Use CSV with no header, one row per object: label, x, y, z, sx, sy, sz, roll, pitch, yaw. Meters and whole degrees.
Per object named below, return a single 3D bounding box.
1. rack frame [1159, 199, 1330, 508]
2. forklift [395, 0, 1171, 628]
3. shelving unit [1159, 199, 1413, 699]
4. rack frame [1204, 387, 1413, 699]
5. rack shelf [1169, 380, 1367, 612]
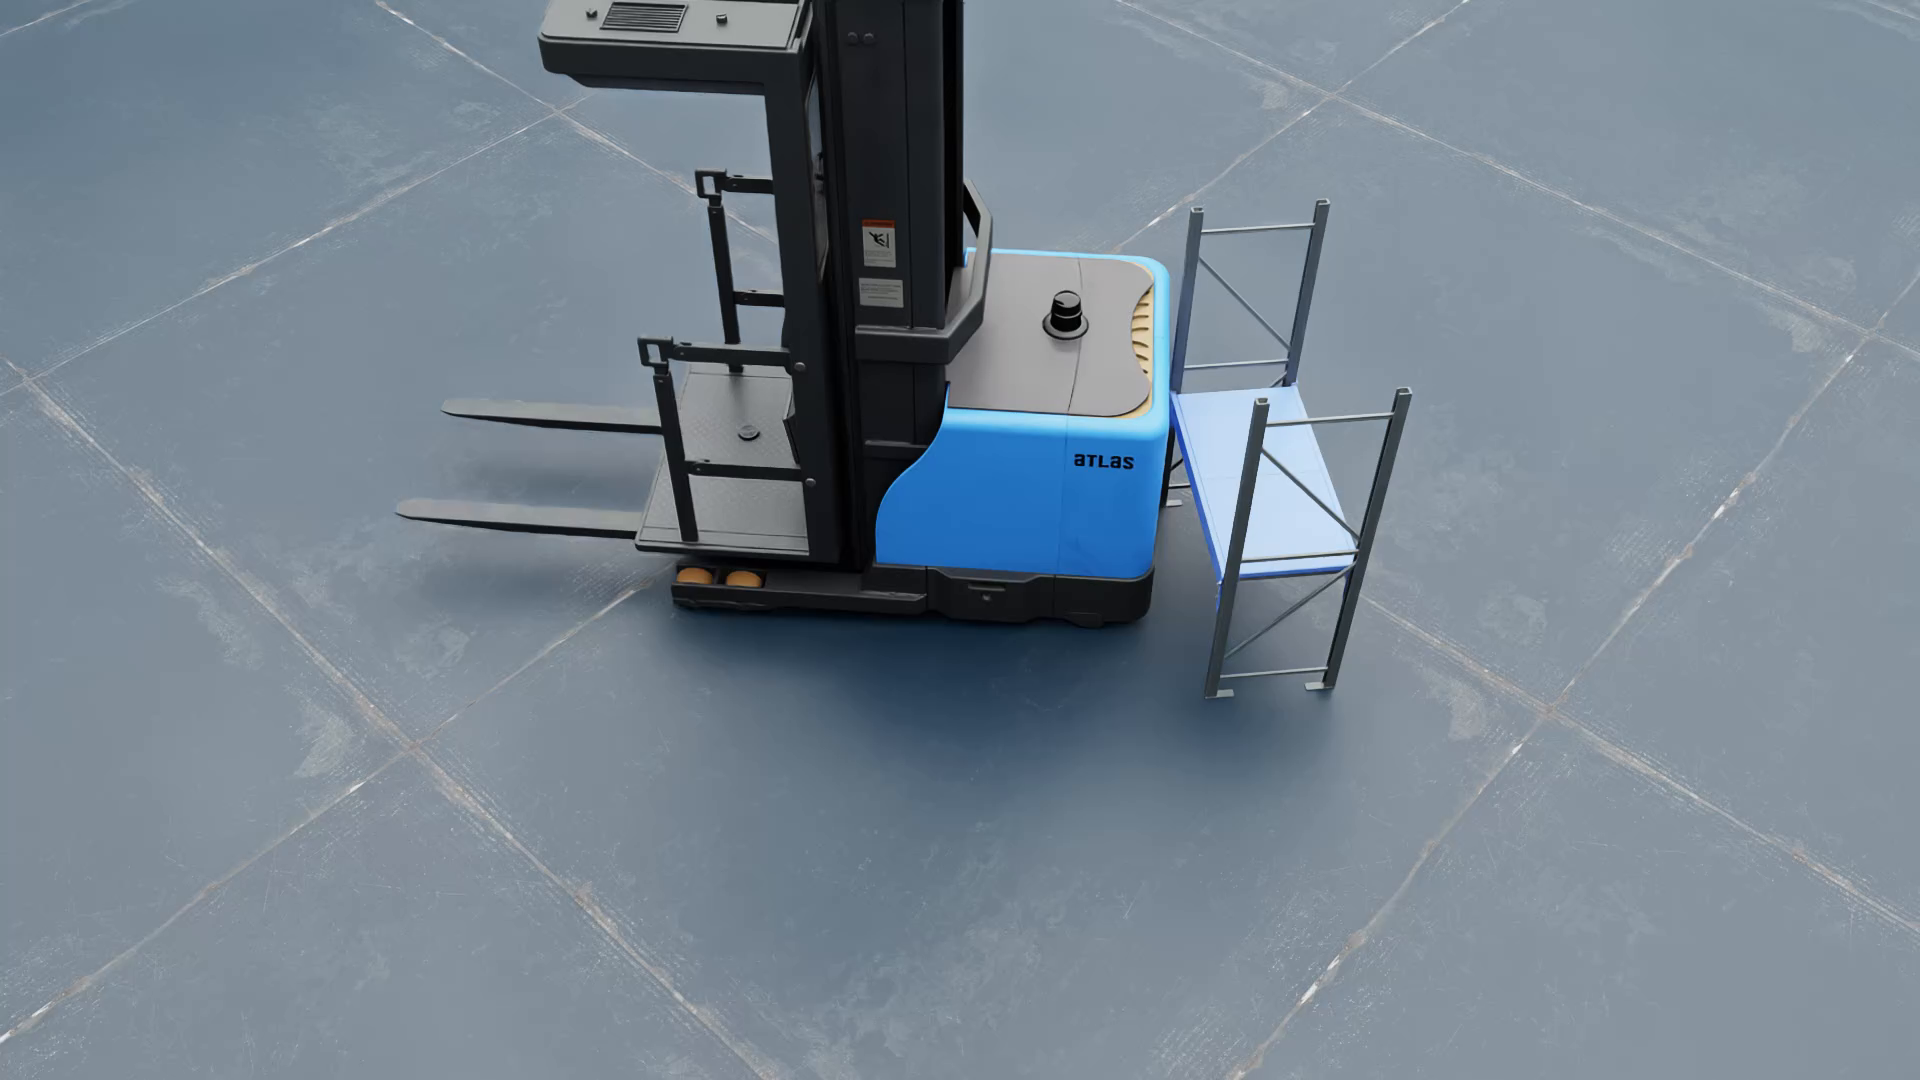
rack frame,1.070,-0.678,6.466,0.500,1.500,0.032,-4,47,-4
forklift,-0.726,-1.105,5.885,3.031,2.935,1.130,4,47,3
shelving unit,1.123,-0.309,6.120,0.538,1.500,1.048,-4,47,-4
rack frame,1.175,0.059,5.774,0.500,1.500,0.032,-4,47,-4
rack shelf,1.123,-0.186,6.251,0.538,0.185,1.000,-4,47,-4
